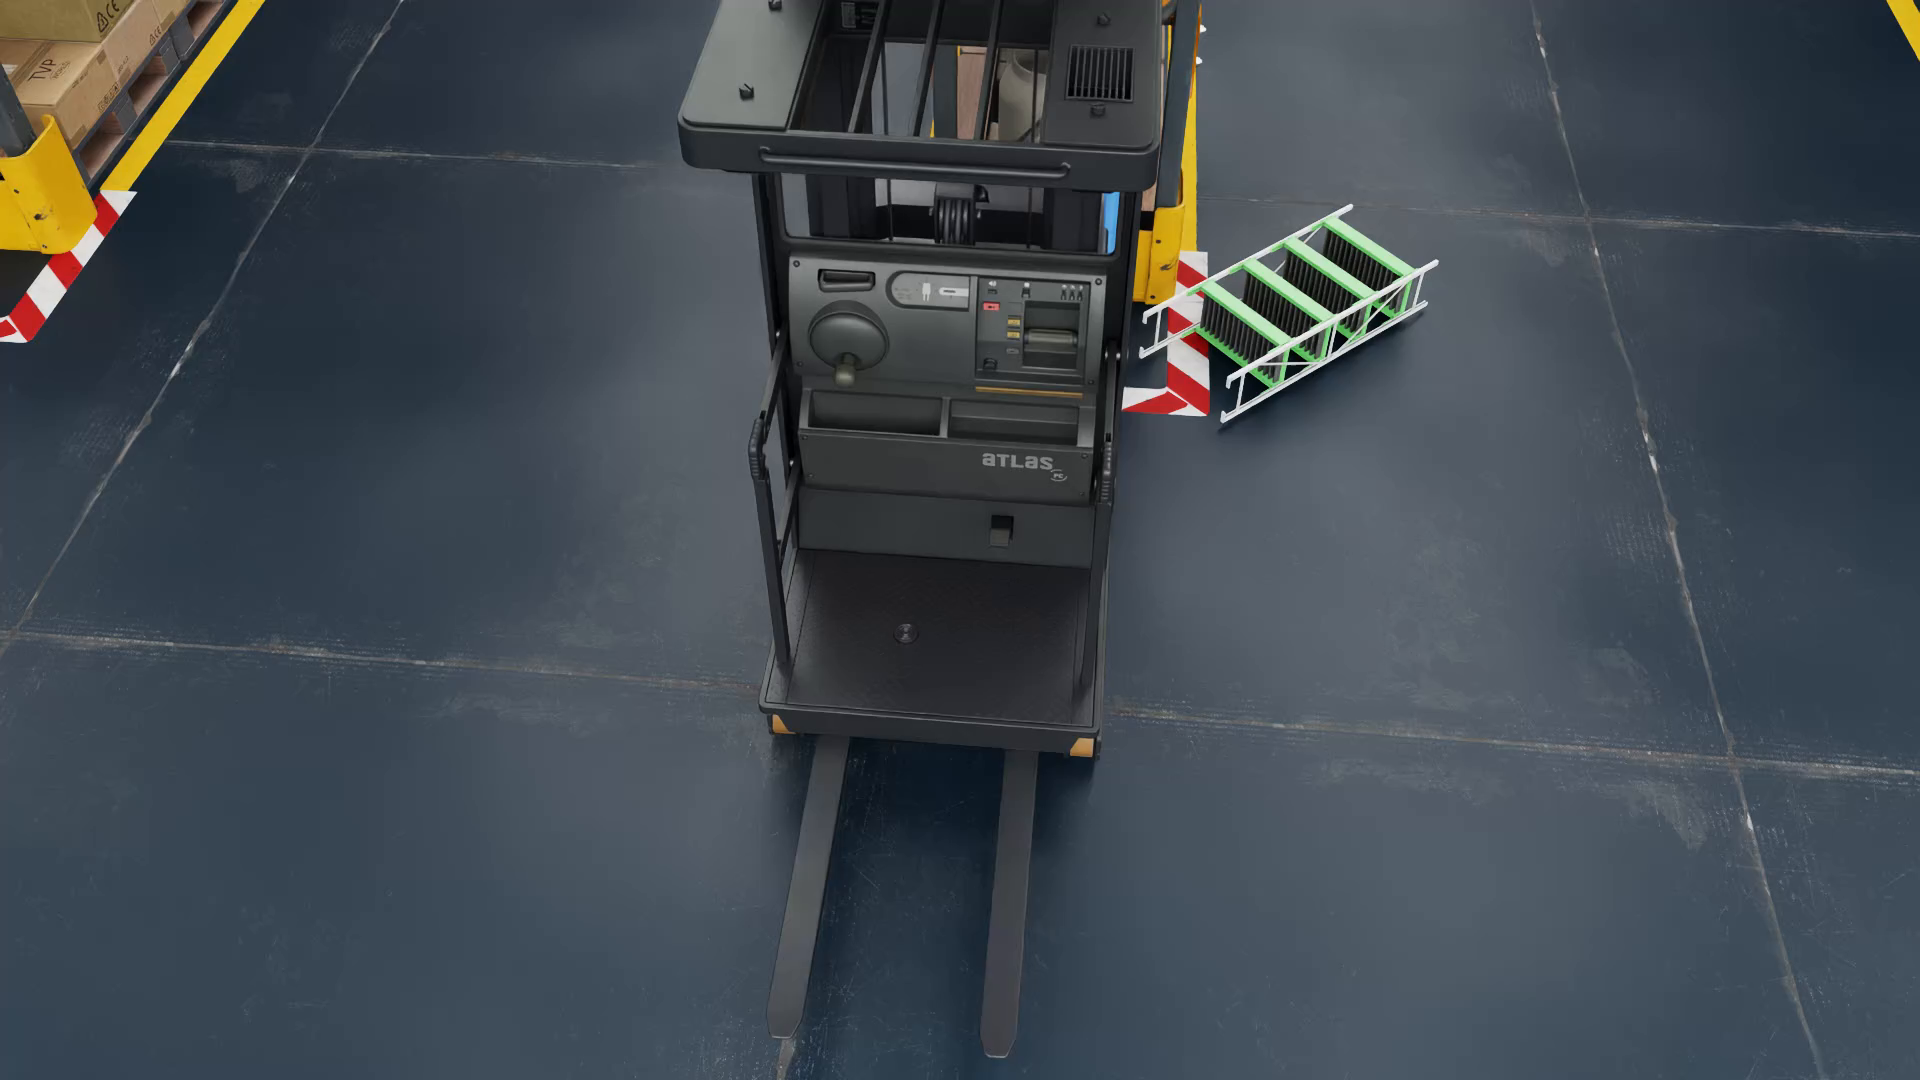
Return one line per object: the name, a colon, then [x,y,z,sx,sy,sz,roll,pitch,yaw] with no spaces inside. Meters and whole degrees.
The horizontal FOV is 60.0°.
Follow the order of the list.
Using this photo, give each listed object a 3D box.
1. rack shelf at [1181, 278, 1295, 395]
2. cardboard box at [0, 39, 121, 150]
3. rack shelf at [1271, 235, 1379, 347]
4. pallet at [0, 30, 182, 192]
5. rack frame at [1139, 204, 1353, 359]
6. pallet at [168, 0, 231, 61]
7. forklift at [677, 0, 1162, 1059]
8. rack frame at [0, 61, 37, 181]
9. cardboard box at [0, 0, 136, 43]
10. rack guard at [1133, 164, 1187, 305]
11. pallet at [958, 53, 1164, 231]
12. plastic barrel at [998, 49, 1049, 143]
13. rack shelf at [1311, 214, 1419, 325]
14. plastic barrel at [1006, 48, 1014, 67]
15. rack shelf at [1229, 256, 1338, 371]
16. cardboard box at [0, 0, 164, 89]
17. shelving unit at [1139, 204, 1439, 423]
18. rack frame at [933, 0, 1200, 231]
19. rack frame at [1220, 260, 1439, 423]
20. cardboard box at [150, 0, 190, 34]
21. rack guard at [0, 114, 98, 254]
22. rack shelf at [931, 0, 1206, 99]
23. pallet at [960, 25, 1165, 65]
rack shelf: [1.132,-0.827,6.807,0.148,0.258,0.480,-29,54,-24]
cardboard box: [-4.264,-2.059,7.679,0.500,0.250,0.500,4,48,4]
rack shelf: [1.513,-1.043,7.004,0.148,0.258,0.480,-29,54,-24]
pallet: [-4.507,-2.090,8.018,1.003,0.211,1.213,4,48,4]
rack frame: [1.225,-1.107,7.063,1.200,0.240,0.015,-29,54,-24]
pallet: [-4.393,-2.984,8.836,1.003,0.211,1.213,4,48,4]
forklift: [-0.059,-0.531,4.750,1.130,2.935,3.031,4,48,4]
rack frame: [-4.534,-2.466,6.473,1.000,3.000,0.127,4,48,4]
cardboard box: [-4.220,-2.680,7.739,0.500,0.500,0.500,4,48,4]
rack guard: [0.358,-1.346,7.142,1.175,0.500,0.348,4,48,4]
pallet: [0.437,-1.845,7.794,1.003,0.211,1.213,4,48,4]
plastic barrel: [0.382,-1.921,7.376,0.421,0.512,0.421,0,48,0]
rack shelf: [1.703,-1.150,7.103,0.148,0.258,0.480,-29,54,-24]
plastic barrel: [0.427,-2.289,7.713,0.421,0.512,0.421,0,48,0]
rack shelf: [1.322,-0.935,6.906,0.148,0.258,0.480,-29,54,-24]
cardboard box: [-4.222,-2.427,8.015,0.500,0.250,0.500,4,48,4]
shelving unit: [1.373,-0.964,6.932,1.200,0.258,0.503,-29,54,-24]
rack frame: [0.398,-2.130,6.166,1.000,3.000,0.127,4,48,4]
rack frame: [1.522,-0.821,6.801,1.200,0.240,0.015,-29,54,-24]
cardboard box: [-4.176,-2.794,8.352,0.500,0.250,0.500,4,48,4]
rack guard: [-4.537,-1.605,7.379,1.175,0.500,0.348,4,48,4]
rack shelf: [0.580,-3.357,7.775,1.077,0.370,4.000,4,48,4]
pallet: [0.551,-2.739,8.612,1.003,0.211,1.213,4,48,4]
